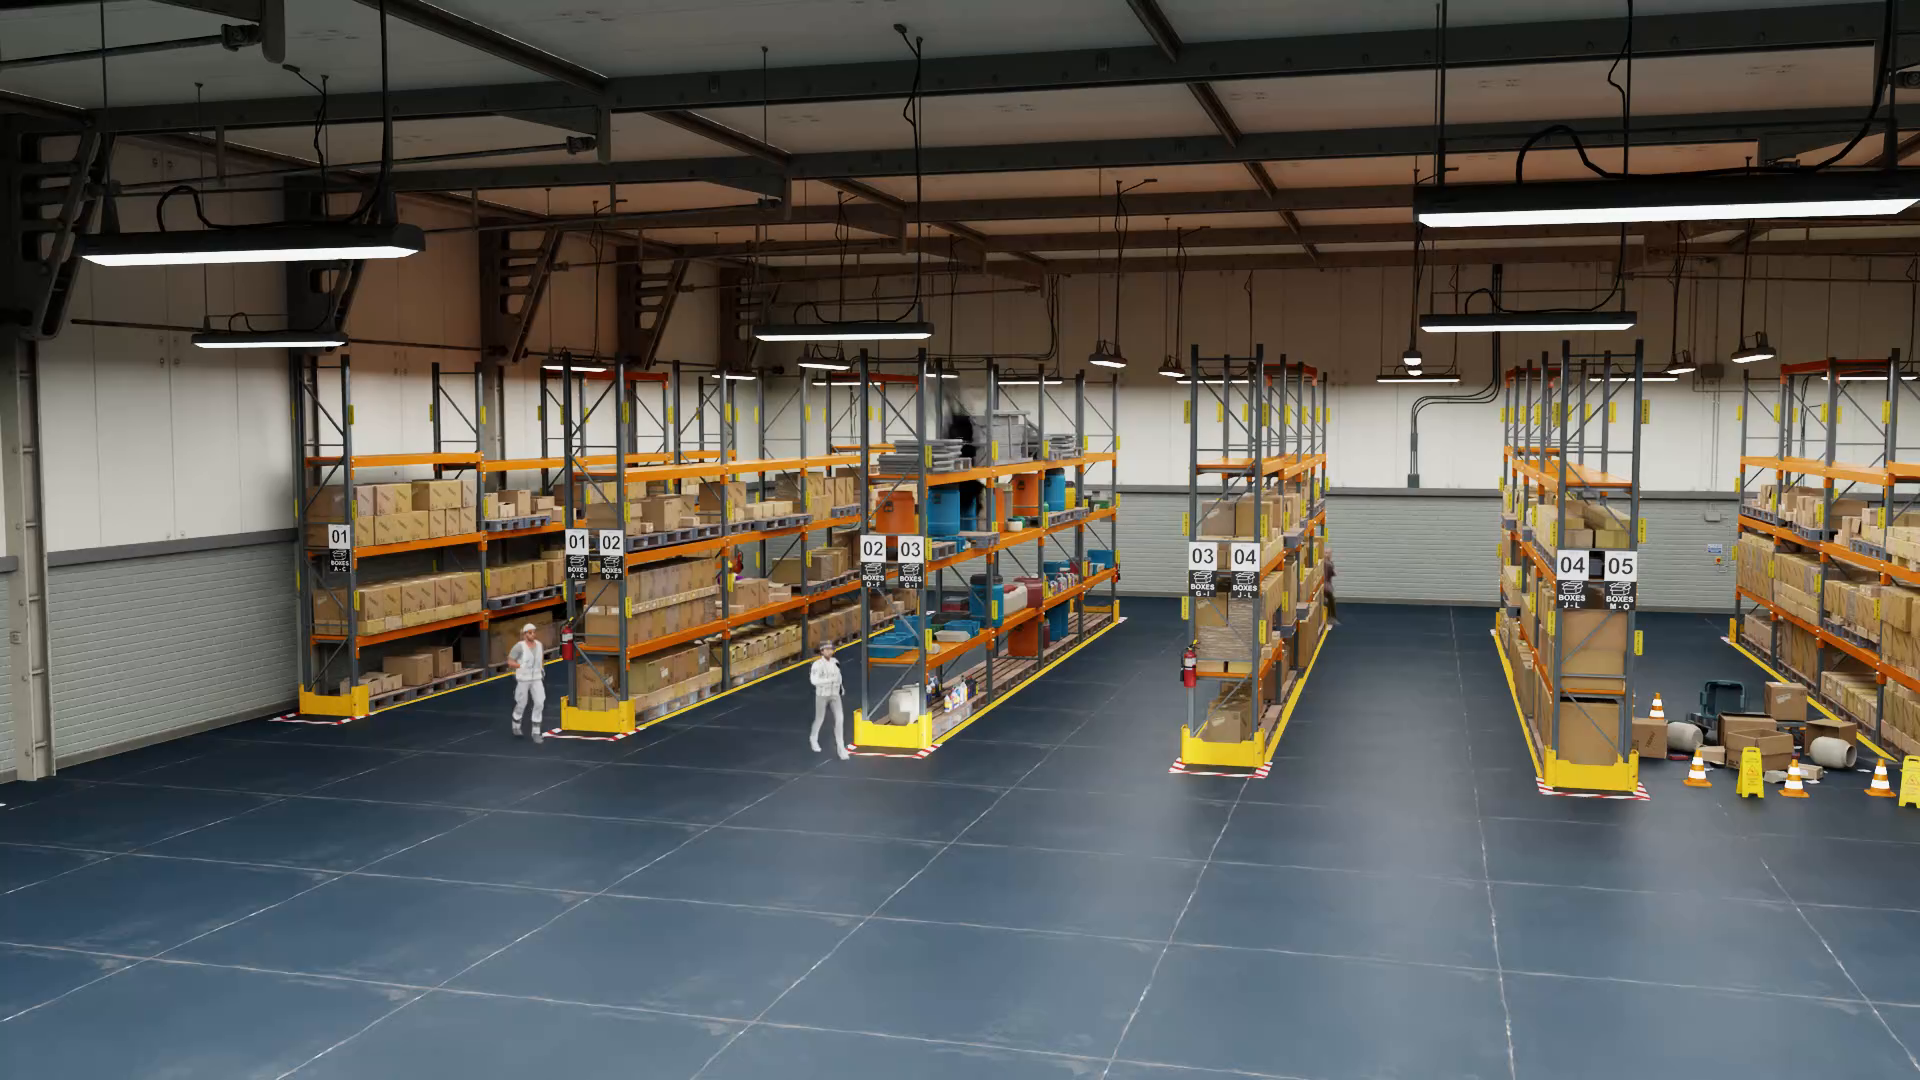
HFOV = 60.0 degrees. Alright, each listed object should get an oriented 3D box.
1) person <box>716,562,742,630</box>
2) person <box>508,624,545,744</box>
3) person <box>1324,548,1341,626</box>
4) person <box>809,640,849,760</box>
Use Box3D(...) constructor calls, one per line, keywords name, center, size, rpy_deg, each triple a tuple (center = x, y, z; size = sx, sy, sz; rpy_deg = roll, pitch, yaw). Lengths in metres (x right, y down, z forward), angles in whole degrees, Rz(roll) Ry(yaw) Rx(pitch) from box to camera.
Box3D(name="person", center=(-5.146, 1.353, 37.234), size=(0.675, 1.743, 0.845), rpy_deg=(1, 4, 10))
Box3D(name="person", center=(-6.651, 2.198, 25.568), size=(0.650, 1.845, 0.783), rpy_deg=(-3, 5, -36))
Box3D(name="person", center=(8.727, 1.111, 39.952), size=(0.960, 1.839, 0.799), rpy_deg=(3, 5, 31))
Box3D(name="person", center=(-1.939, 2.315, 24.378), size=(0.607, 1.719, 0.854), rpy_deg=(-2, 5, -30))
